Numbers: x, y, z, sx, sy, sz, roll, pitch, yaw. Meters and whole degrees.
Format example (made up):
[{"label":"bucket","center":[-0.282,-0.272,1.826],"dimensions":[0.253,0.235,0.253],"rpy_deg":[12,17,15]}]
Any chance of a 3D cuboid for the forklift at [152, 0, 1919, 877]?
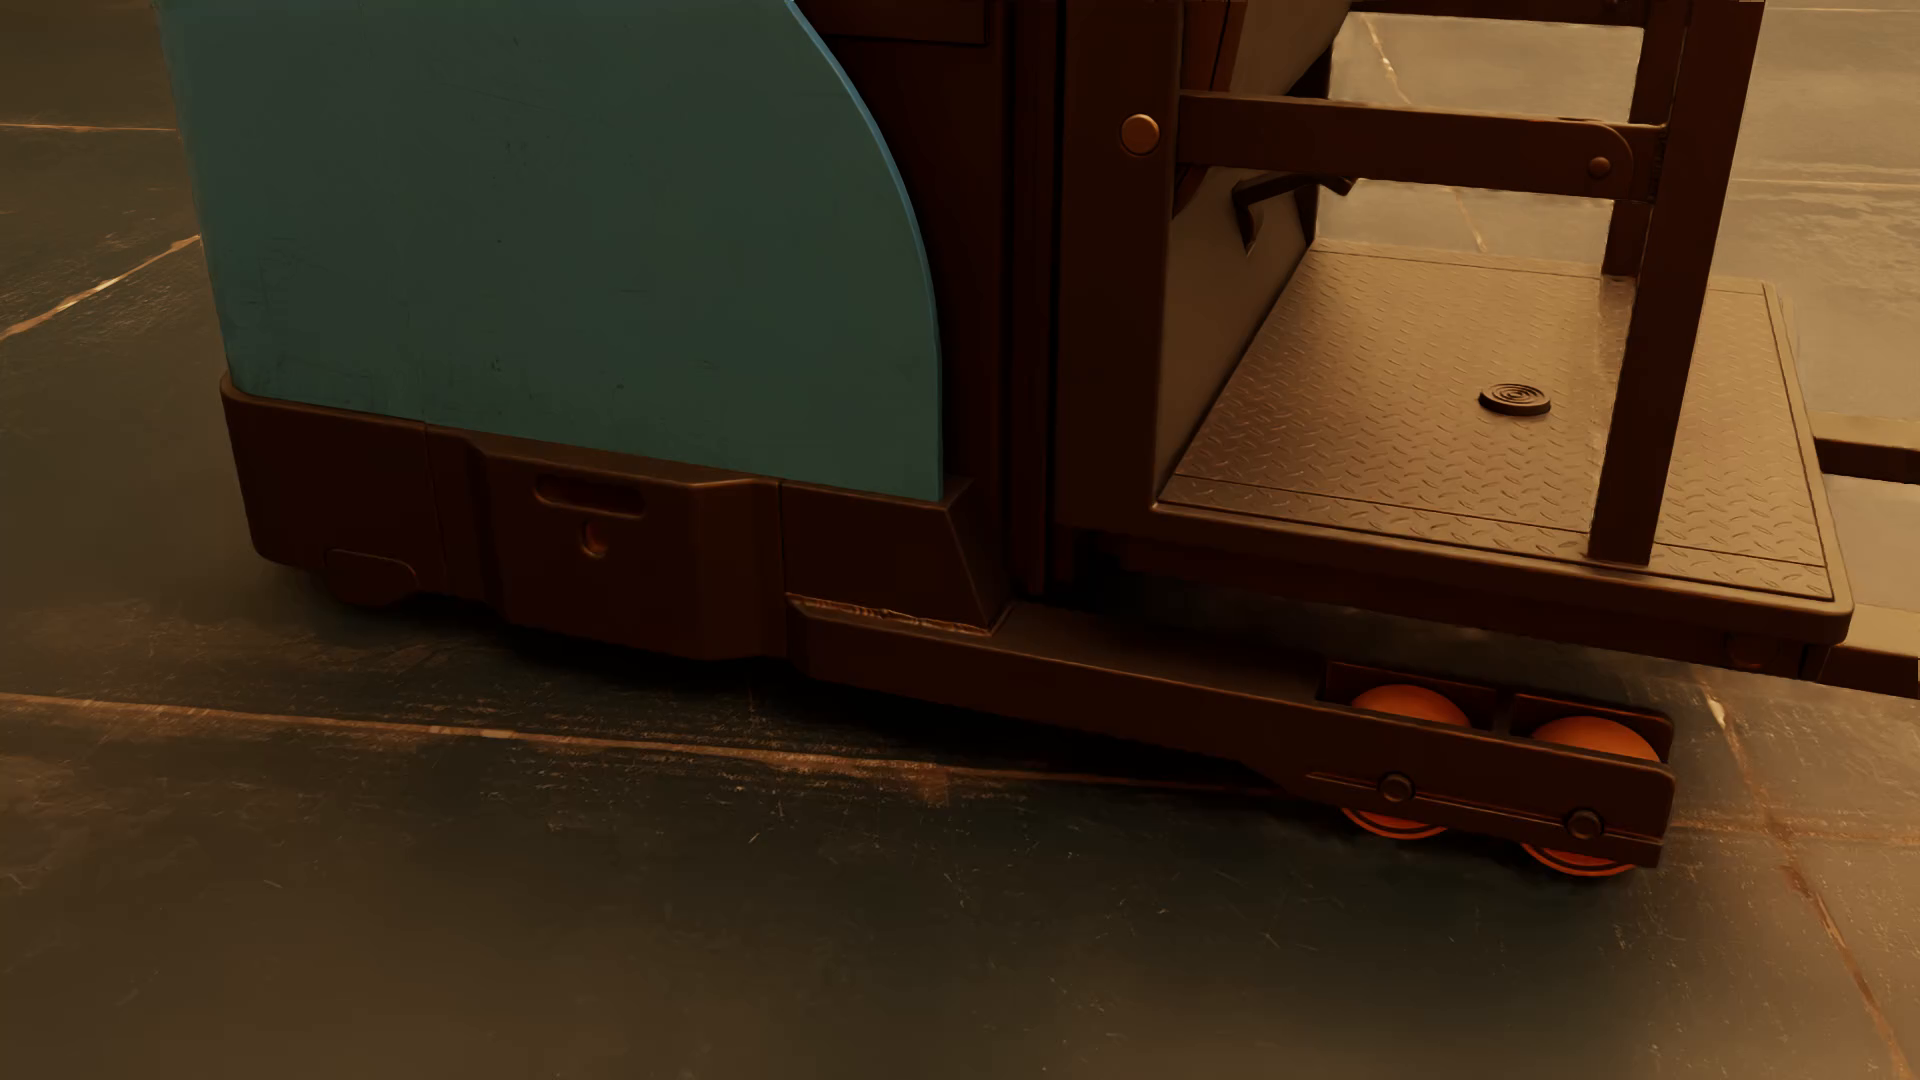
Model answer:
[{"label":"forklift","center":[0.575,-1.220,1.663],"dimensions":[3.031,2.935,1.130],"rpy_deg":[9,28,18]}]
